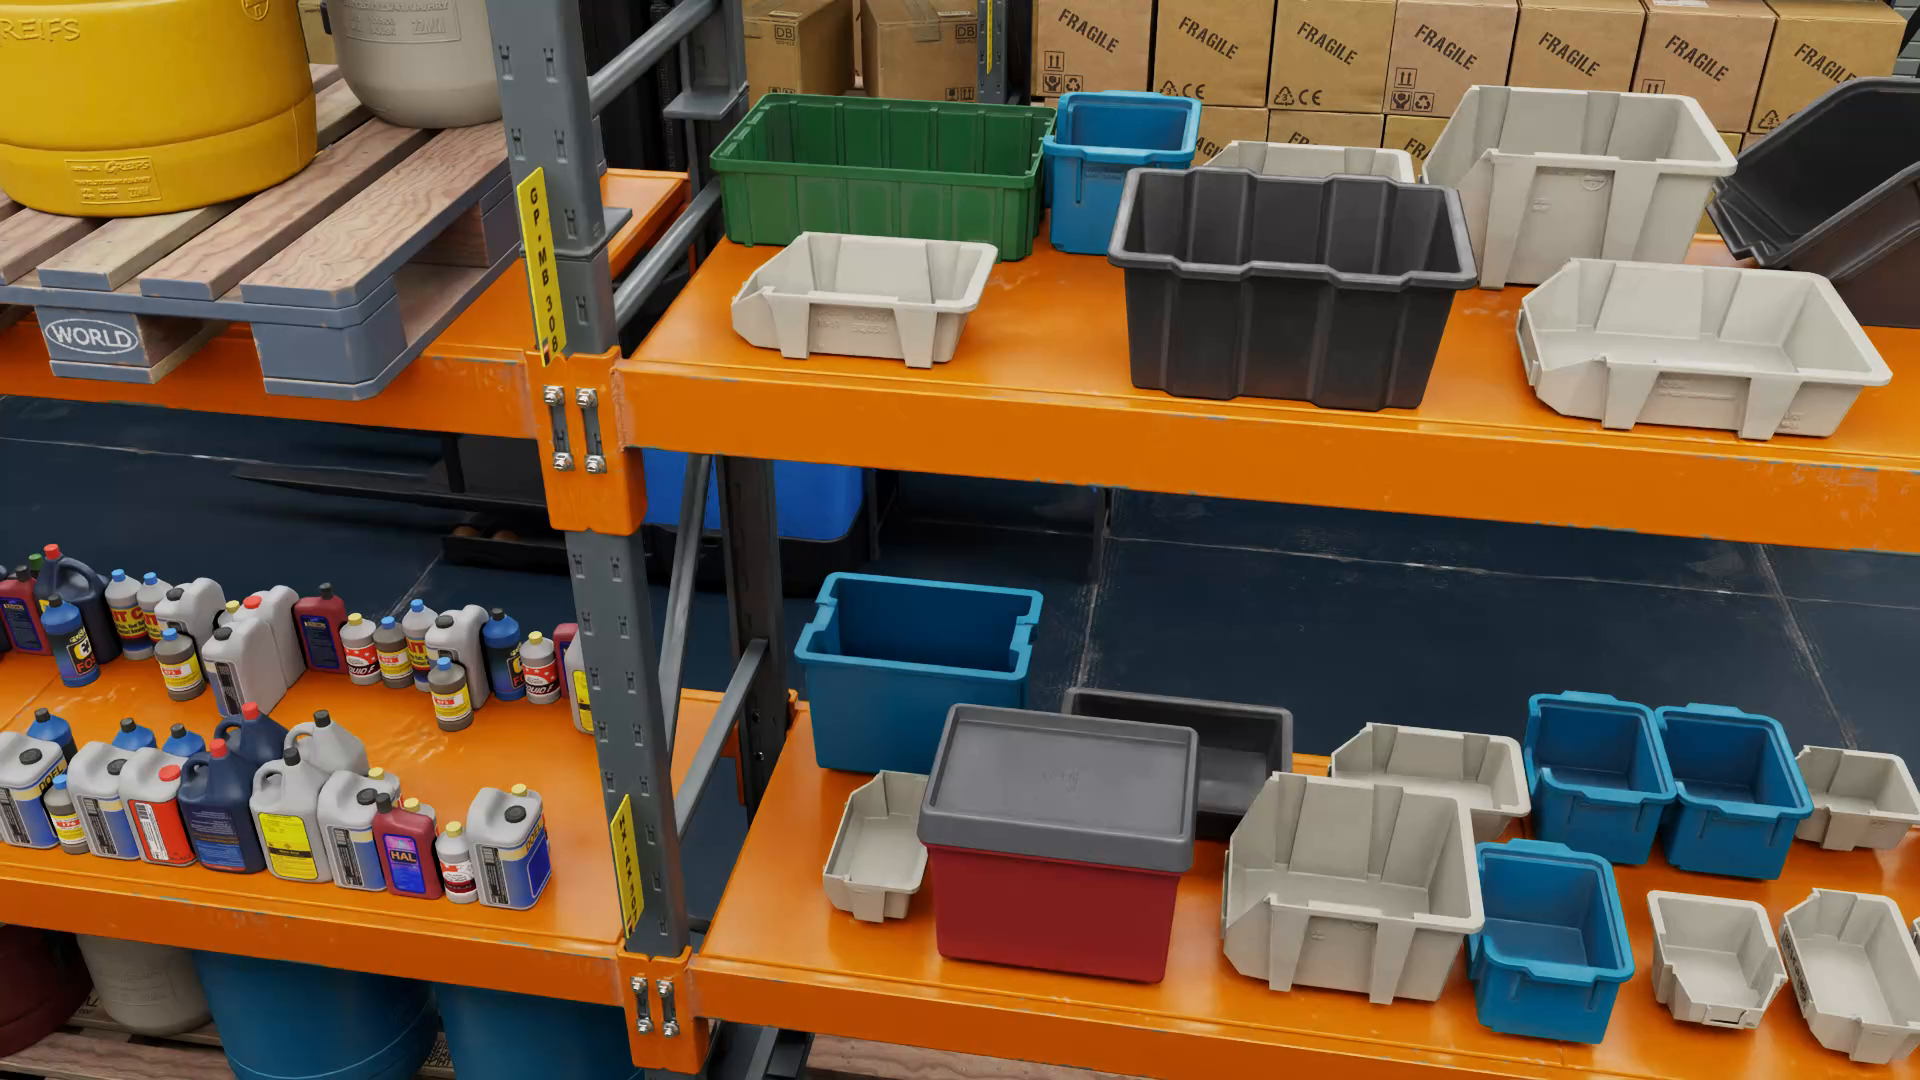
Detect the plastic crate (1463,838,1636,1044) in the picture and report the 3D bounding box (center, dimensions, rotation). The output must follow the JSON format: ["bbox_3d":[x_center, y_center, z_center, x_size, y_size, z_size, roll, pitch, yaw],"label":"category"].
[{"bbox_3d":[1.262,0.881,3.617,0.300,0.233,0.416,5,32,8],"label":"plastic crate"}]

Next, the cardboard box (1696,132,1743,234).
[{"bbox_3d":[3.167,-1.690,7.529,0.500,0.500,0.500,5,32,9],"label":"cardboard box"}]

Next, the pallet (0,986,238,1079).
[{"bbox_3d":[-2.574,1.511,5.137,1.213,0.211,1.003,5,32,8],"label":"pallet"}]

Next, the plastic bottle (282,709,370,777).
[{"bbox_3d":[-1.551,0.562,4.071,0.185,0.351,0.144,5,32,8],"label":"plastic bottle"}]

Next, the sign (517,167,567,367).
[{"bbox_3d":[-0.708,-0.460,2.822,0.005,0.325,0.100,5,32,8],"label":"sign"}]

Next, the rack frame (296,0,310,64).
[{"bbox_3d":[-3.720,-2.420,8.789,0.127,3.000,1.000,5,32,8],"label":"rack frame"}]

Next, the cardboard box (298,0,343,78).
[{"bbox_3d":[-3.080,-2.643,8.655,0.500,0.500,0.700,-5,32,-8],"label":"cardboard box"}]

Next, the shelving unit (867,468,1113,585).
[{"bbox_3d":[0.150,-0.618,7.323,1.048,1.500,0.538,6,33,9],"label":"shelving unit"}]

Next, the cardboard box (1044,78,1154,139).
[{"bbox_3d":[0.680,-1.917,7.891,0.500,0.500,0.500,6,33,9],"label":"cardboard box"}]

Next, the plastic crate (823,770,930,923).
[{"bbox_3d":[-0.179,0.730,3.948,0.243,0.136,0.396,5,32,8],"label":"plastic crate"}]

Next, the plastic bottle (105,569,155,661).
[{"bbox_3d":[-2.353,0.205,4.717,0.097,0.271,0.097,0,32,0],"label":"plastic bottle"}]

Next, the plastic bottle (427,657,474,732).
[{"bbox_3d":[-1.369,0.405,4.462,0.097,0.201,0.097,0,32,0],"label":"plastic bottle"}]

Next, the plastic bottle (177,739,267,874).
[{"bbox_3d":[-1.757,0.621,3.977,0.185,0.351,0.144,5,32,8],"label":"plastic bottle"}]

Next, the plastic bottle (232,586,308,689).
[{"bbox_3d":[-1.919,0.257,4.629,0.135,0.276,0.152,5,32,8],"label":"plastic bottle"}]

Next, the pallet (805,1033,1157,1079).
[{"bbox_3d":[0.117,1.755,4.747,1.213,0.211,1.003,5,32,8],"label":"pallet"}]

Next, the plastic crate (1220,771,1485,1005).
[{"bbox_3d":[0.860,0.785,3.724,0.530,0.282,0.437,5,32,8],"label":"plastic crate"}]

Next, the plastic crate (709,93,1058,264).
[{"bbox_3d":[-0.145,-0.774,3.532,0.662,0.188,0.450,5,32,8],"label":"plastic crate"}]

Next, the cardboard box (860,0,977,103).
[{"bbox_3d":[-0.206,-2.442,8.335,0.500,0.500,0.700,-5,32,-8],"label":"cardboard box"}]

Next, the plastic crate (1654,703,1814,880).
[{"bbox_3d":[1.843,0.618,4.036,0.300,0.233,0.416,5,32,8],"label":"plastic crate"}]

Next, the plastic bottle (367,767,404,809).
[{"bbox_3d":[-1.414,0.646,4.078,0.097,0.201,0.097,0,32,0],"label":"plastic bottle"}]

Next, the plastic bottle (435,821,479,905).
[{"bbox_3d":[-1.176,0.750,3.912,0.097,0.201,0.097,0,32,0],"label":"plastic bottle"}]

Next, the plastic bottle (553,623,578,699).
[{"bbox_3d":[-1.035,0.309,4.539,0.133,0.283,0.061,5,32,8],"label":"plastic bottle"}]

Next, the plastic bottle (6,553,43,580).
[{"bbox_3d":[-2.646,0.163,4.772,0.133,0.283,0.061,5,32,8],"label":"plastic bottle"}]

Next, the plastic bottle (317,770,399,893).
[{"bbox_3d":[-1.417,0.681,3.951,0.135,0.276,0.152,5,32,8],"label":"plastic bottle"}]

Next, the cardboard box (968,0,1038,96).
[{"bbox_3d":[0.390,-3.911,12.801,0.750,0.750,0.750,6,32,9],"label":"cardboard box"}]

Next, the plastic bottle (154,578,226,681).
[{"bbox_3d":[-2.147,0.236,4.662,0.135,0.276,0.152,5,32,8],"label":"plastic bottle"}]

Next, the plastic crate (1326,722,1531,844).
[{"bbox_3d":[1.153,0.612,4.137,0.466,0.136,0.293,5,32,8],"label":"plastic crate"}]

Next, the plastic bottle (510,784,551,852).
[{"bbox_3d":[-1.054,0.679,4.026,0.097,0.201,0.097,0,32,0],"label":"plastic bottle"}]

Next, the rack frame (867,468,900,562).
[{"bbox_3d":[-0.349,-0.669,7.405,0.032,1.500,0.500,6,33,9],"label":"rack frame"}]

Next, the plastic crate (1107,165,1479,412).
[{"bbox_3d":[0.564,-0.434,2.912,0.590,0.269,0.497,5,32,8],"label":"plastic crate"}]

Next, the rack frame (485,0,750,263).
[{"bbox_3d":[-0.614,-2.015,2.488,0.127,3.000,1.000,5,32,8],"label":"rack frame"}]

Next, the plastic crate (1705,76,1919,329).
[{"bbox_3d":[1.869,-0.641,3.178,0.767,0.338,0.504,5,32,8],"label":"plastic crate"}]

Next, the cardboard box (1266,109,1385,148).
[{"bbox_3d":[1.678,-1.827,7.748,0.500,0.500,0.500,5,32,8],"label":"cardboard box"}]

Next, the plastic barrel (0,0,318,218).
[{"bbox_3d":[-1.548,-0.977,3.083,0.600,0.588,0.600,0,32,0],"label":"plastic barrel"}]

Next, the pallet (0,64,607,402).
[{"bbox_3d":[-1.403,-0.683,3.364,1.003,0.211,1.213,5,32,8],"label":"pallet"}]

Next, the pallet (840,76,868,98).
[{"bbox_3d":[-0.546,-2.110,8.474,1.213,0.211,1.003,5,32,8],"label":"pallet"}]

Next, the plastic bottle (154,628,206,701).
[{"bbox_3d":[-2.150,0.335,4.575,0.097,0.201,0.097,0,32,0],"label":"plastic bottle"}]

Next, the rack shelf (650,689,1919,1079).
[{"bbox_3d":[1.358,1.011,3.986,4.000,0.370,1.077,5,32,8],"label":"rack shelf"}]

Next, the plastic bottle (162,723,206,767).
[{"bbox_3d":[-1.911,0.572,4.131,0.097,0.271,0.097,0,32,0],"label":"plastic bottle"}]

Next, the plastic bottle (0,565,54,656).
[{"bbox_3d":[-2.656,0.195,4.721,0.133,0.283,0.061,5,32,8],"label":"plastic bottle"}]

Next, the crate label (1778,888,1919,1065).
[{"bbox_3d":[1.933,0.947,3.601,0.243,0.136,0.396,5,32,8],"label":"crate label"}]

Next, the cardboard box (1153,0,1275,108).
[{"bbox_3d":[1.149,-2.294,7.551,0.500,0.500,0.500,4,32,7],"label":"cardboard box"}]

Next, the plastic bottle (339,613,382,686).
[{"bbox_3d":[-1.668,0.297,4.636,0.097,0.201,0.097,0,32,0],"label":"plastic bottle"}]

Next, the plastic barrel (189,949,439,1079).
[{"bbox_3d":[-1.845,1.118,4.718,0.708,0.901,0.600,5,32,8],"label":"plastic barrel"}]

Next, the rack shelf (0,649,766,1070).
[{"bbox_3d":[-2.585,0.654,4.556,4.000,0.370,1.077,5,32,8],"label":"rack shelf"}]

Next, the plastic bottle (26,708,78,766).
[{"bbox_3d":[-2.273,0.539,4.183,0.097,0.271,0.097,0,32,0],"label":"plastic bottle"}]

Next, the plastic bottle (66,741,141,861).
[{"bbox_3d":[-2.047,0.624,4.042,0.135,0.276,0.152,5,32,8],"label":"plastic bottle"}]

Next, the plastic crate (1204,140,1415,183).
[{"bbox_3d":[0.704,-0.718,3.491,0.466,0.136,0.293,5,32,8],"label":"plastic crate"}]

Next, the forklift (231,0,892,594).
[{"bbox_3d":[-1.884,-1.384,7.198,3.031,2.935,1.130,6,33,9],"label":"forklift"}]

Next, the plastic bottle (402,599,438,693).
[{"bbox_3d":[-1.476,0.284,4.590,0.097,0.271,0.097,0,32,0],"label":"plastic bottle"}]

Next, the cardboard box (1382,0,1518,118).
[{"bbox_3d":[2.165,-2.202,7.404,0.500,0.500,0.500,6,33,10],"label":"cardboard box"}]

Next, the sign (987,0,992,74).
[{"bbox_3d":[0.133,-2.263,7.447,0.005,0.325,0.100,5,32,8],"label":"sign"}]

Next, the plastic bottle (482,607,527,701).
[{"bbox_3d":[-1.248,0.305,4.557,0.097,0.271,0.097,0,32,0],"label":"plastic bottle"}]

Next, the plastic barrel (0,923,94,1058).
[{"bbox_3d":[-2.959,1.150,4.962,0.708,0.588,0.600,5,32,8],"label":"plastic barrel"}]

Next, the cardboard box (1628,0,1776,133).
[{"bbox_3d":[3.183,-2.112,7.261,0.500,0.500,0.500,6,33,10],"label":"cardboard box"}]

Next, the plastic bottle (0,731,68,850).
[{"bbox_3d":[-2.275,0.604,4.075,0.135,0.276,0.152,5,32,8],"label":"plastic bottle"}]
